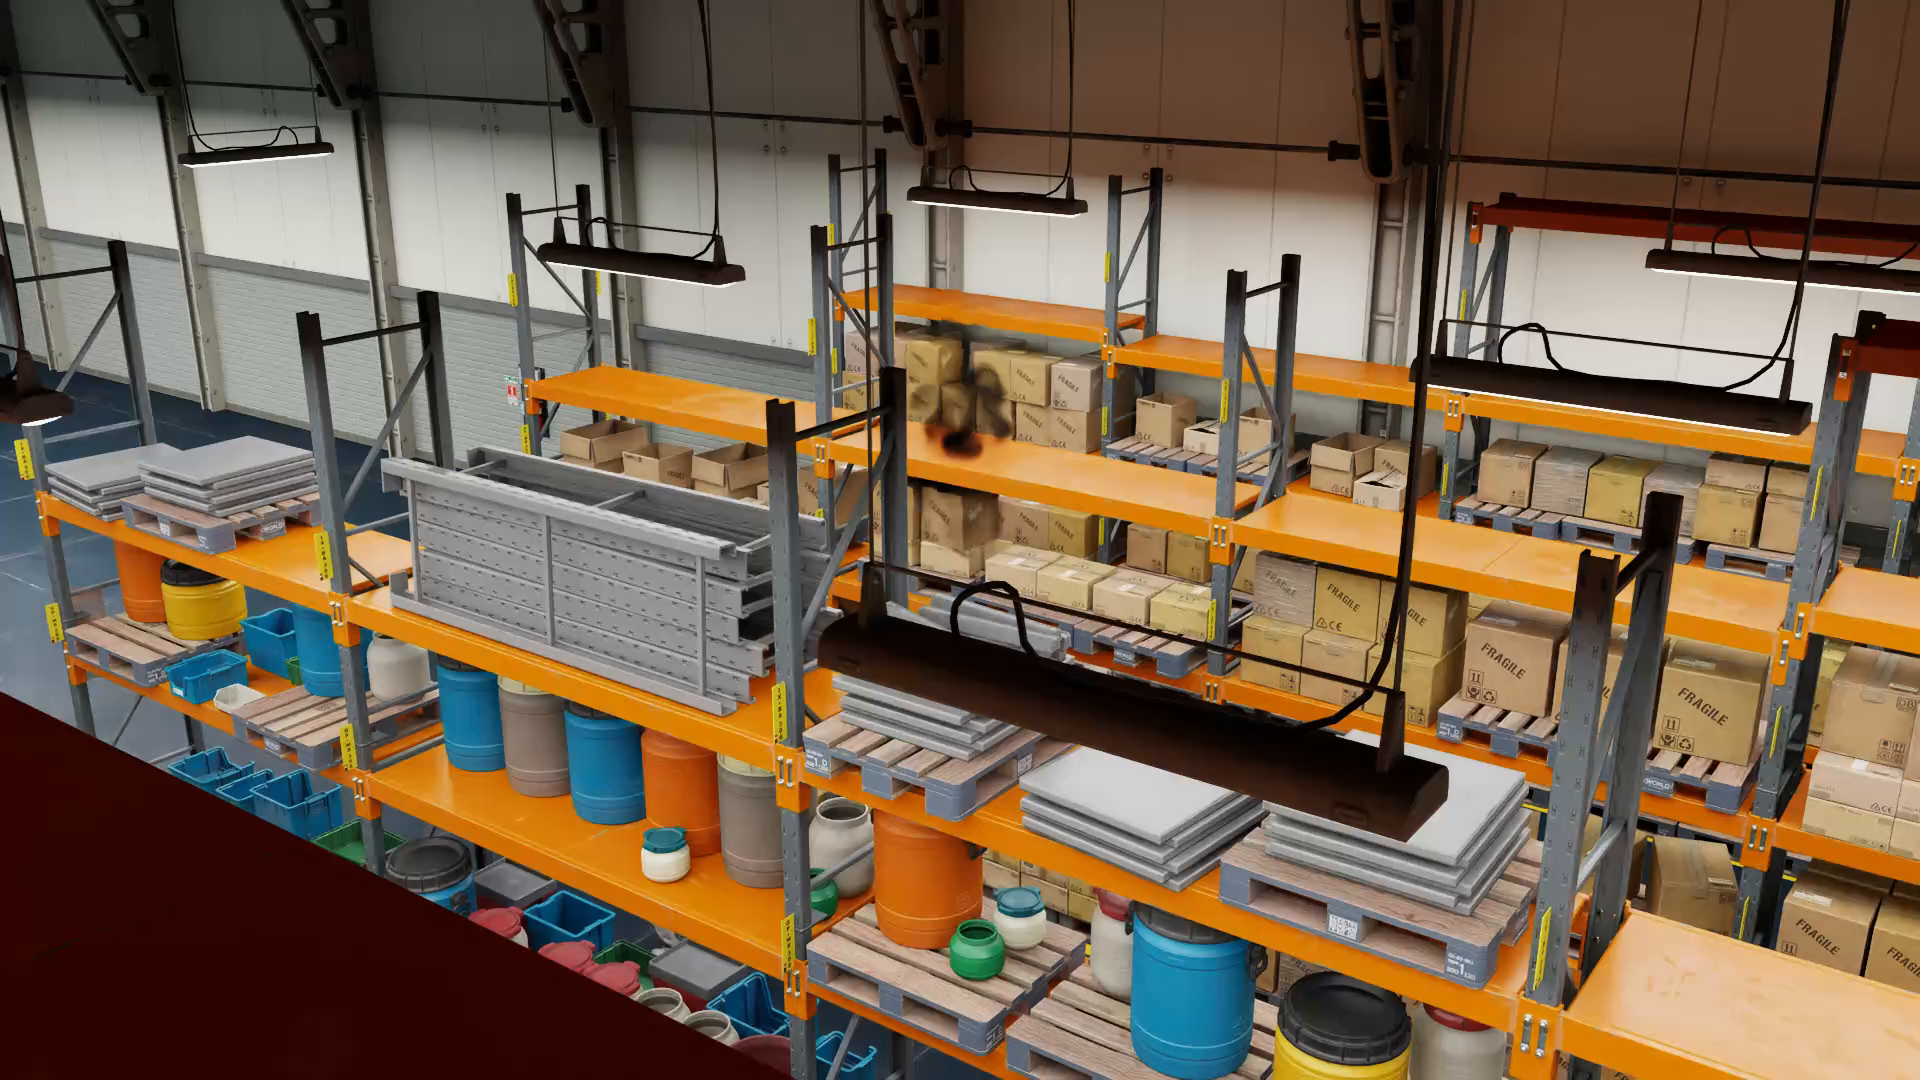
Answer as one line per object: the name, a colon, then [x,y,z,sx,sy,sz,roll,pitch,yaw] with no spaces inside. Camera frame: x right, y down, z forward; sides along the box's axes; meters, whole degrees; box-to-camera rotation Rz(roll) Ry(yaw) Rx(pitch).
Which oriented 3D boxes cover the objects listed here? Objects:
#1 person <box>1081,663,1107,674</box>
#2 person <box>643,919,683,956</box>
person: [1.360,1.794,17.130,0.890,1.673,0.618,9,20,24]
person: [-2.603,2.763,14.116,0.585,1.736,0.682,6,20,18]
